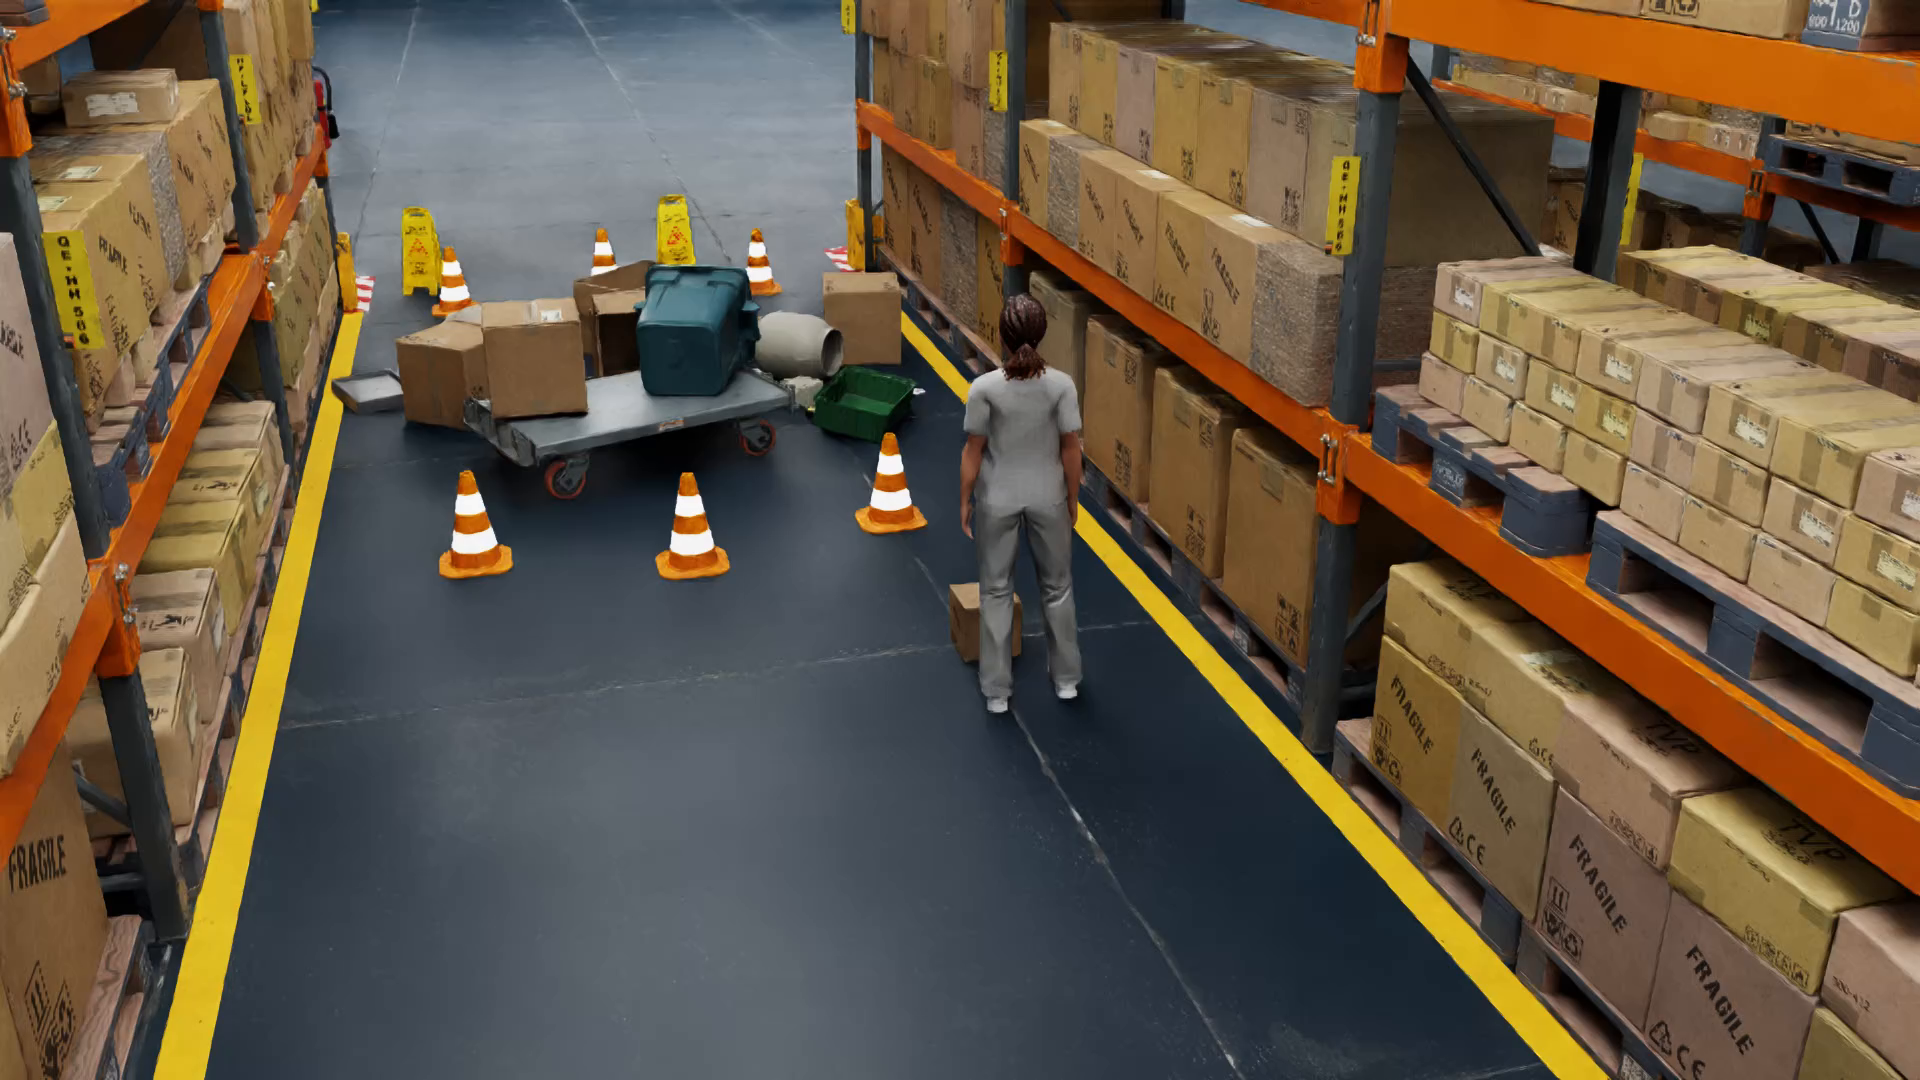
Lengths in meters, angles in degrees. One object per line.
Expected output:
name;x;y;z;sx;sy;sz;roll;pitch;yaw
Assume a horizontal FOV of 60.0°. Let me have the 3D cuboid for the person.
person;0.246;-0.146;6.427;0.498;1.670;0.464;-1;23;-3
